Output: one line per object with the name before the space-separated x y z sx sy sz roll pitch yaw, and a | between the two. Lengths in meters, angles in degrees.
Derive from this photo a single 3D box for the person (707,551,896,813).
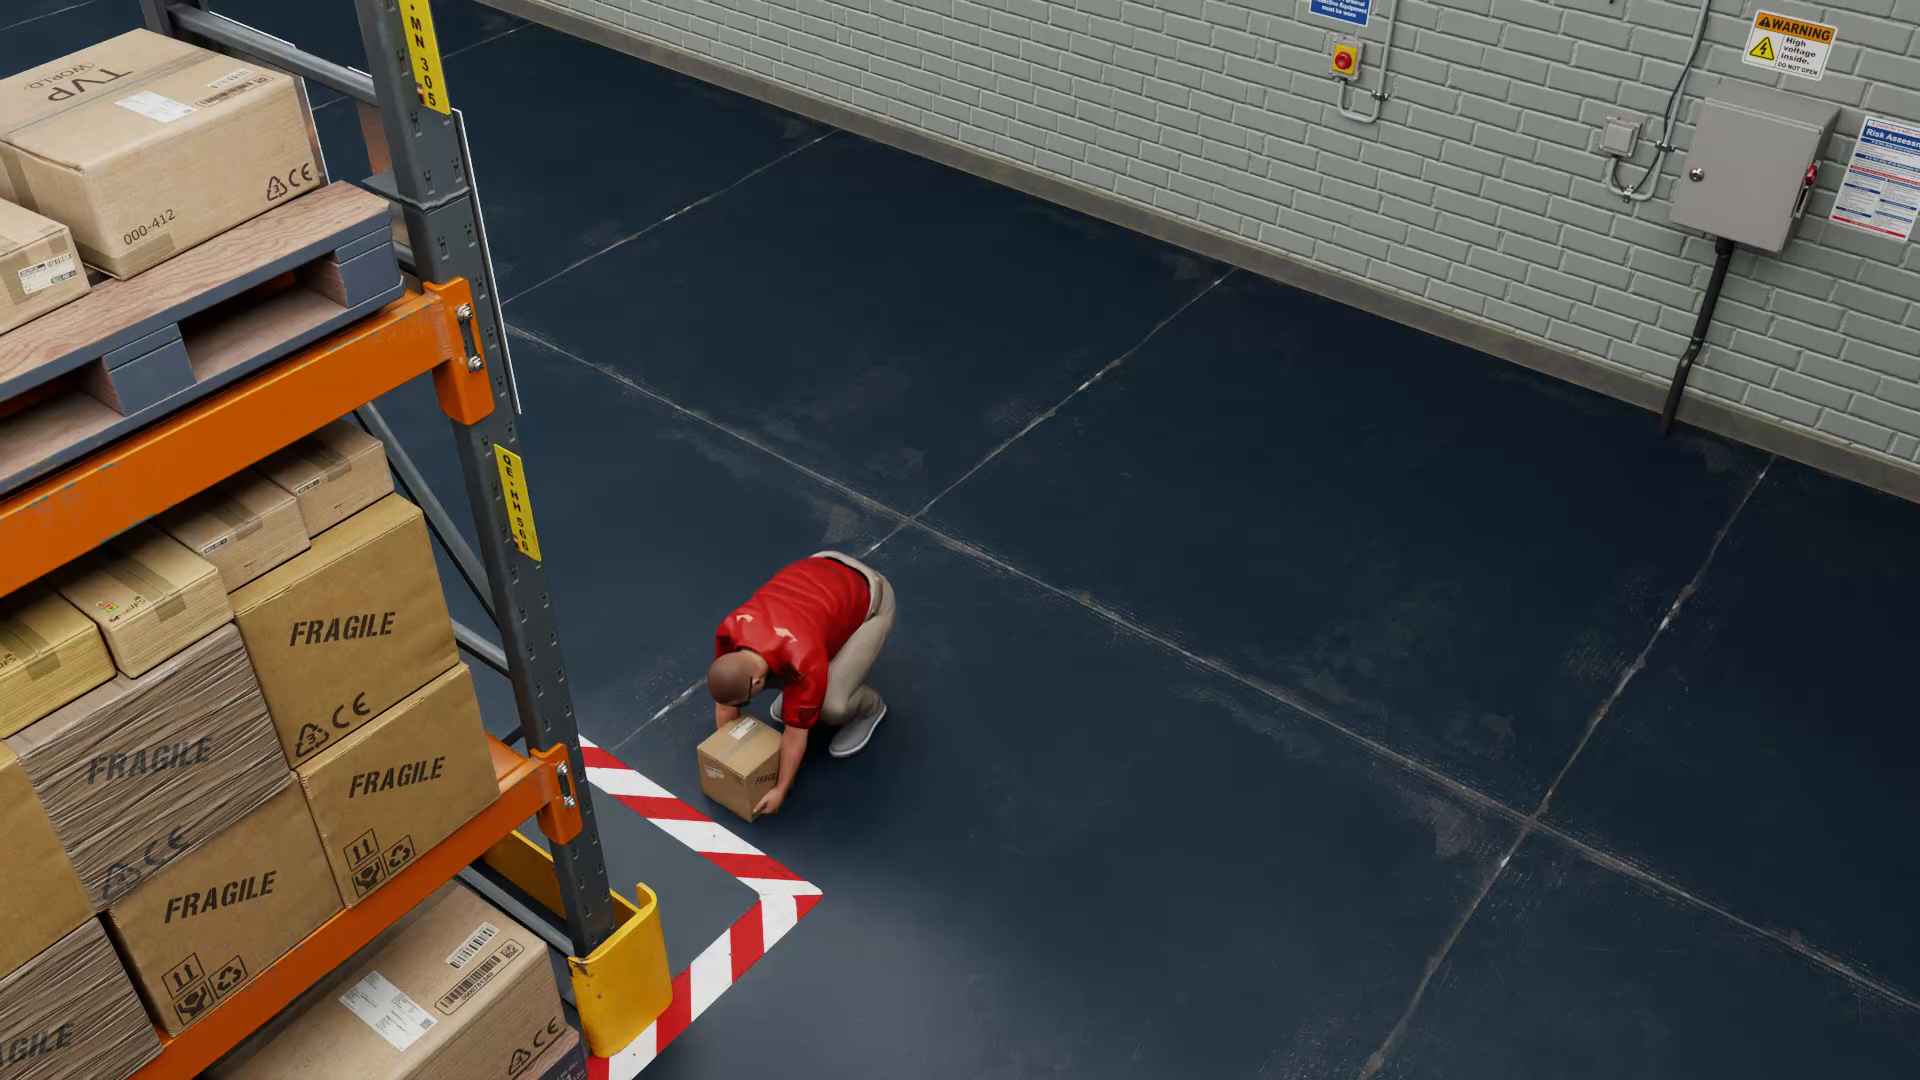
person | -0.617 0.504 6.323 0.529 0.789 0.940 24 45 27
